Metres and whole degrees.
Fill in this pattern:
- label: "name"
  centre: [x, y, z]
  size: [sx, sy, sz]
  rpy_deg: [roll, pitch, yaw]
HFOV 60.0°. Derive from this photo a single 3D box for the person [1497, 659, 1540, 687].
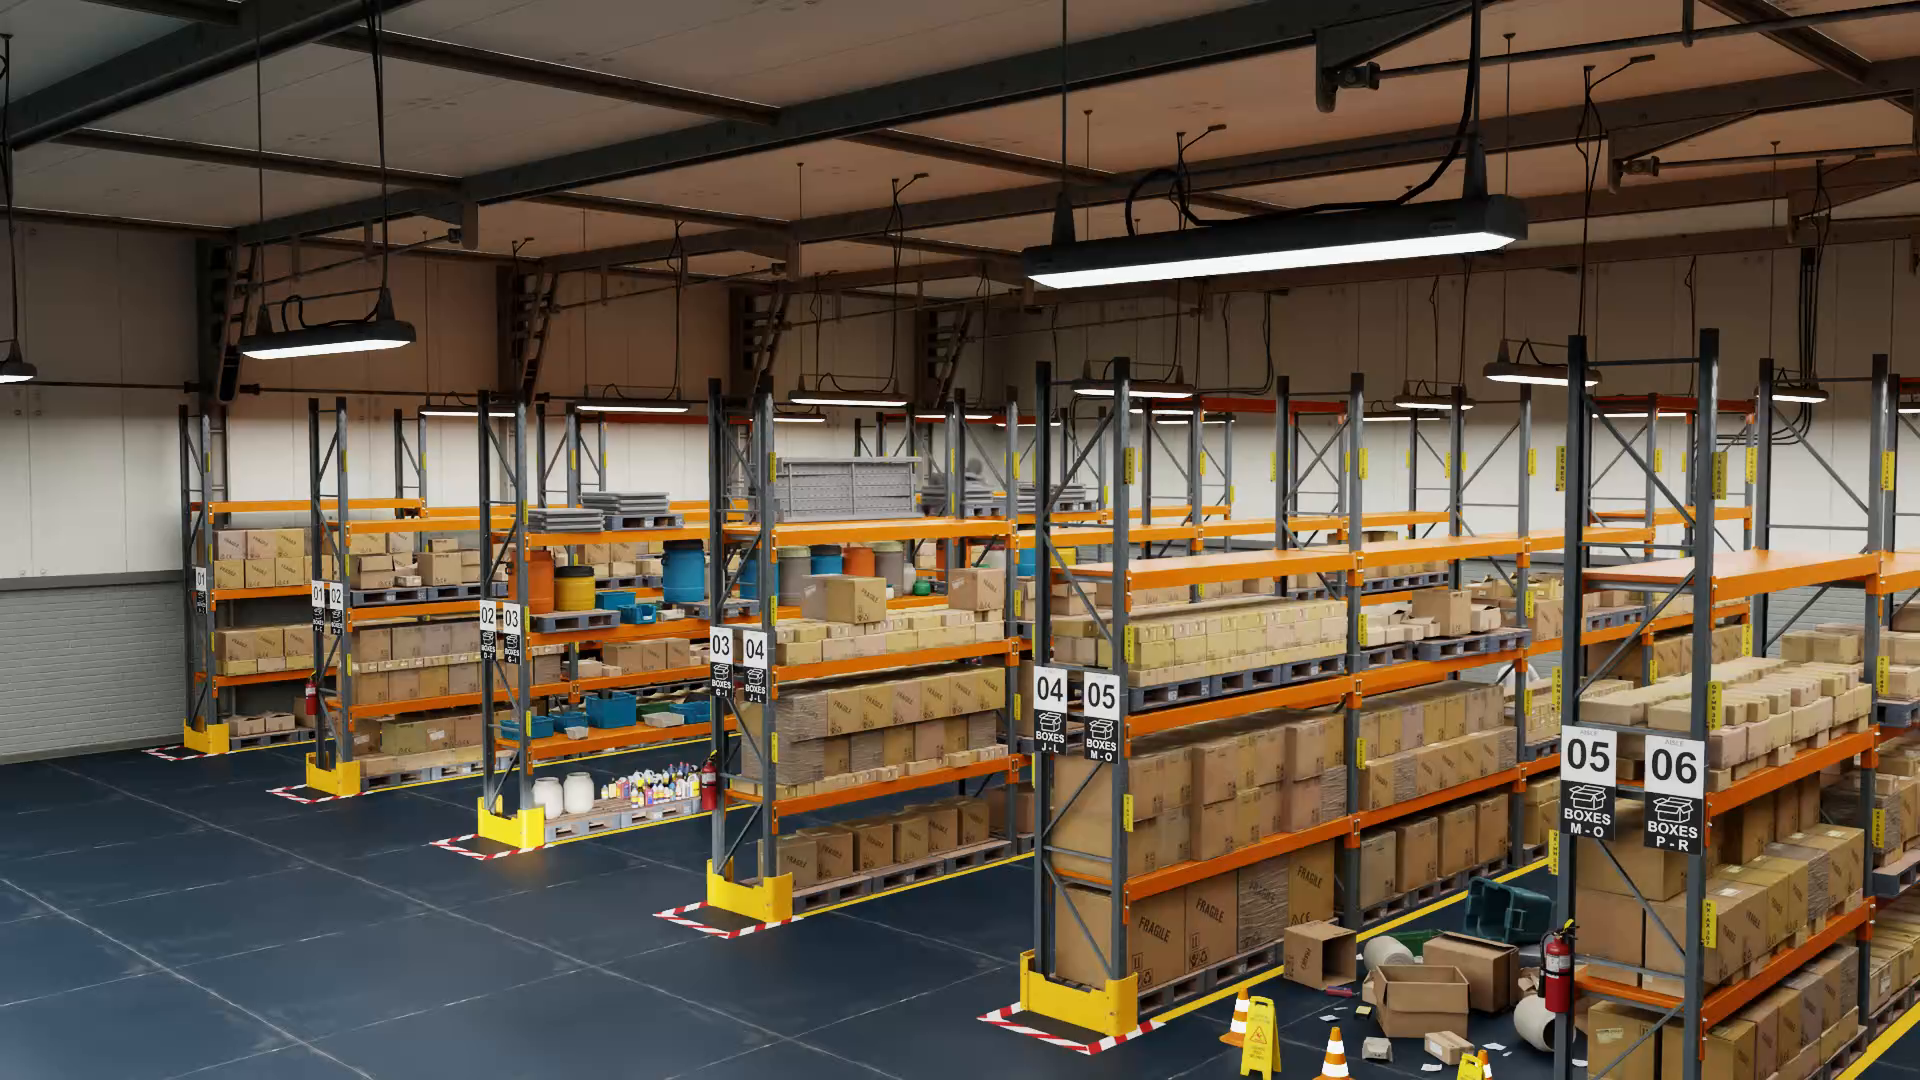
- label: "person"
  centre: [9.775, 2.793, 29.065]
  size: [0.752, 1.713, 0.558]
  rpy_deg: [0, 3, 9]
